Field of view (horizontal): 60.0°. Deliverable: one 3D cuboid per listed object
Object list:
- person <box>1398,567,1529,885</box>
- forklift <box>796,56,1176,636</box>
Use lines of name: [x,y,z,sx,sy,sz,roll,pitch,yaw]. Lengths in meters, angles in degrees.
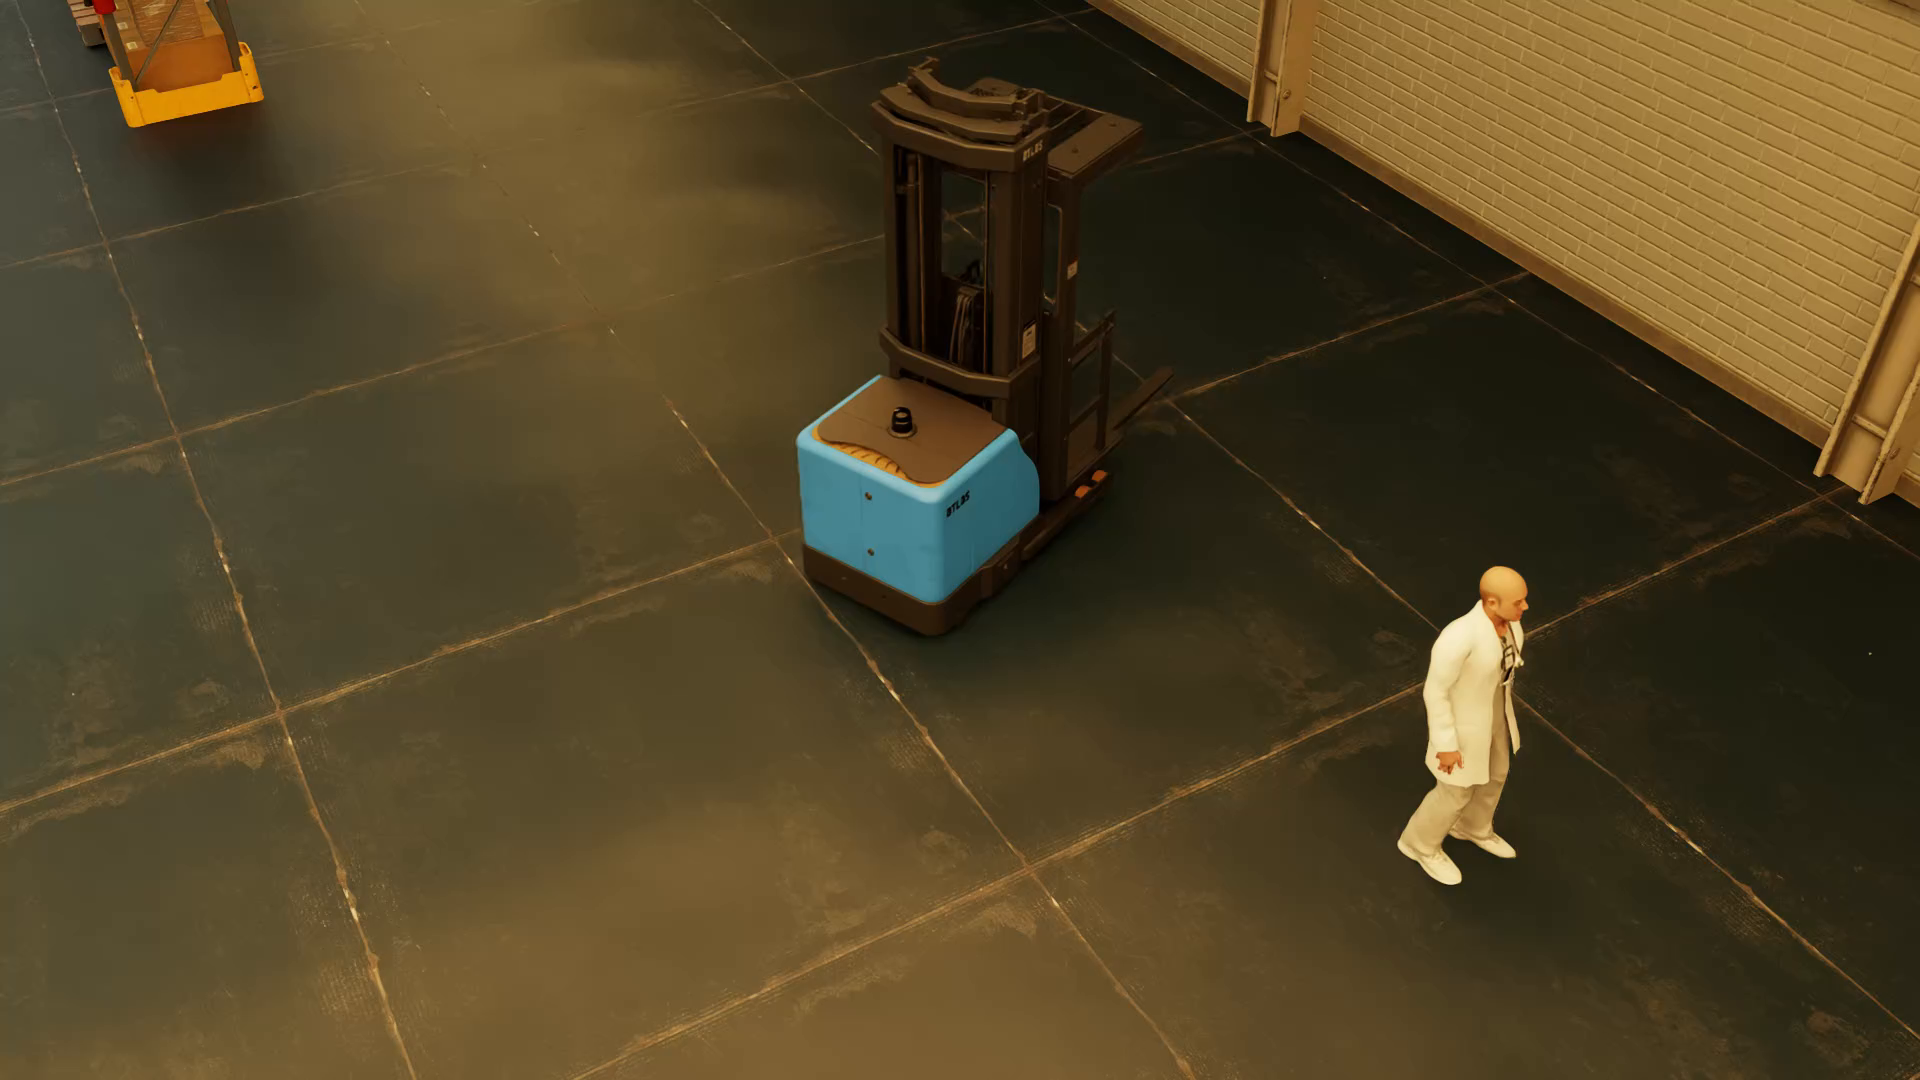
person: [2.484,0.900,7.881,0.681,1.802,0.510,-31,49,-32]
forklift: [0.327,-1.475,9.815,1.130,2.935,3.031,25,46,27]
